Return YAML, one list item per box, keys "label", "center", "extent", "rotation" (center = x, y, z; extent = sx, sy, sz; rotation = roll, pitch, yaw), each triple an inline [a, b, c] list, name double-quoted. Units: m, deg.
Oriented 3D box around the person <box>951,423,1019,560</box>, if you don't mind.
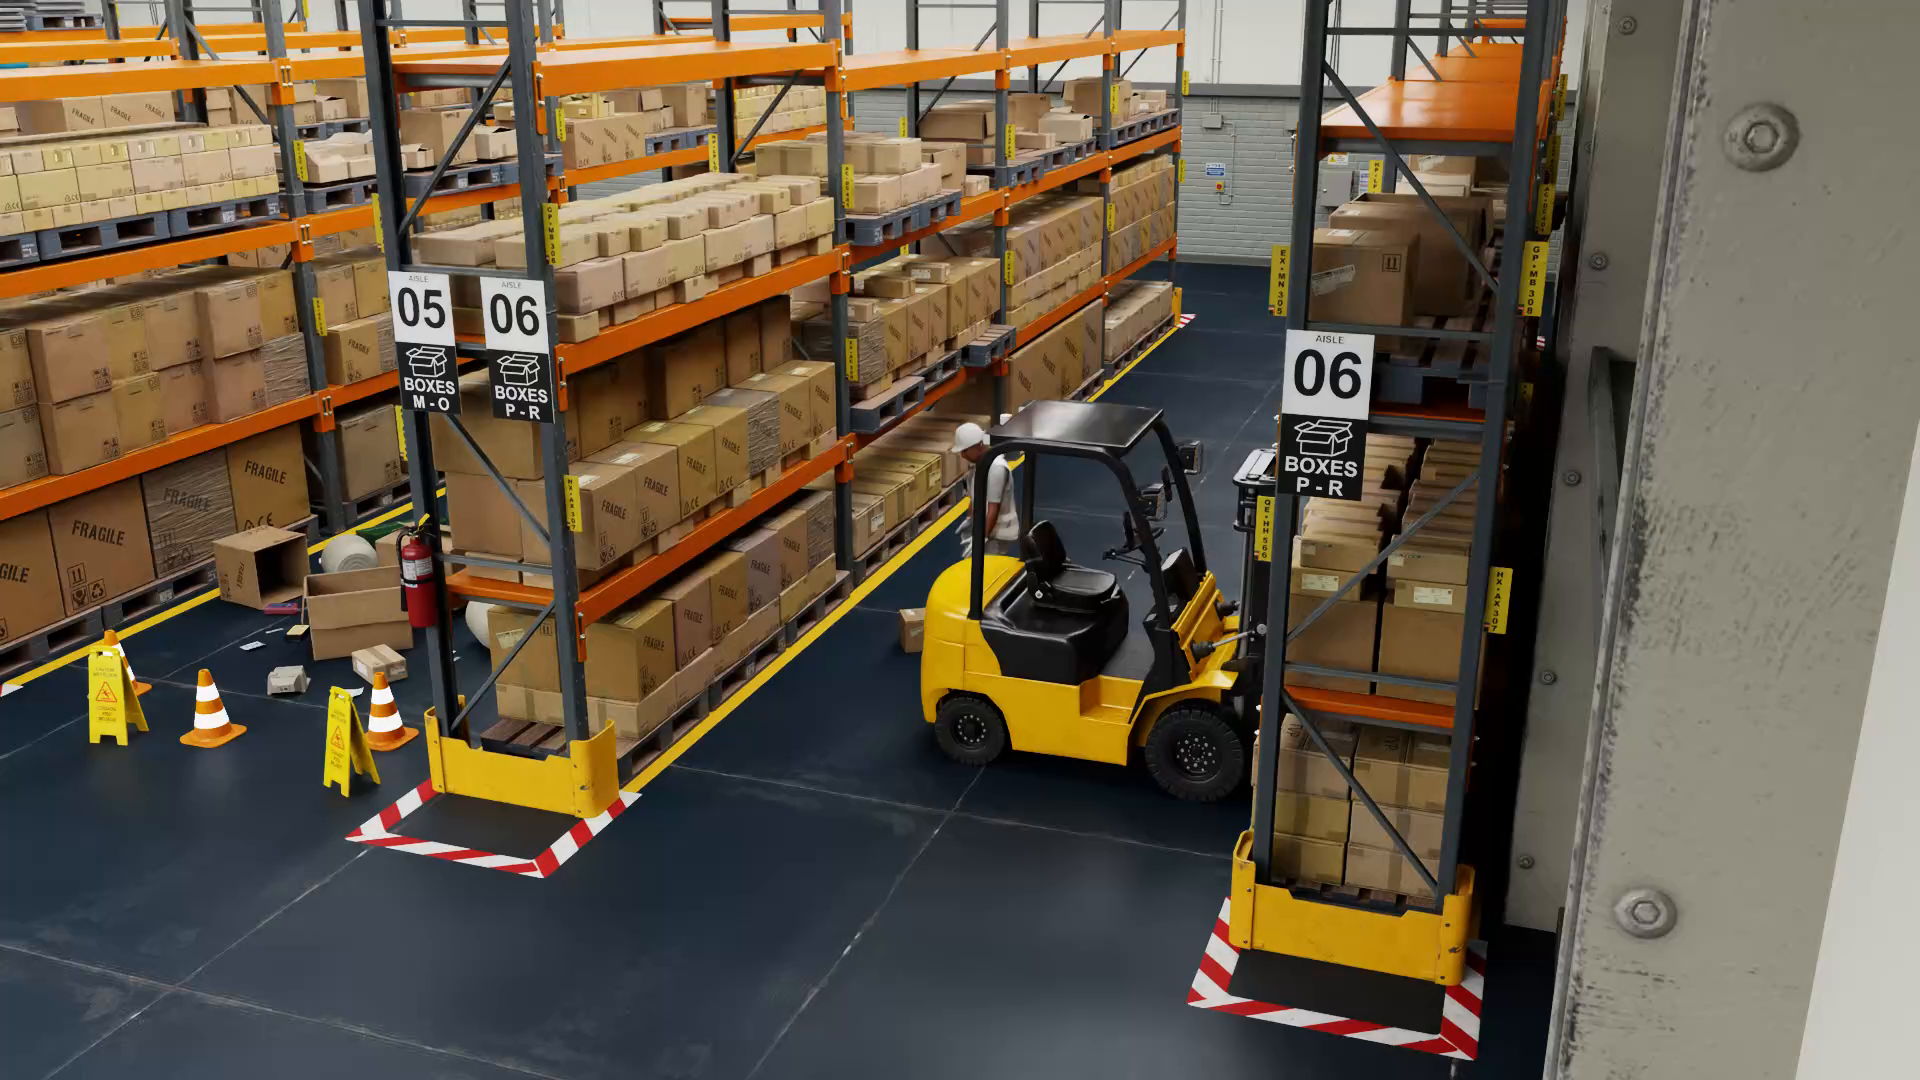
- label: "person"
  center: [0.182, -0.041, 12.274]
  extent: [0.497, 1.709, 0.580]
  rotation: [-4, 19, -10]
